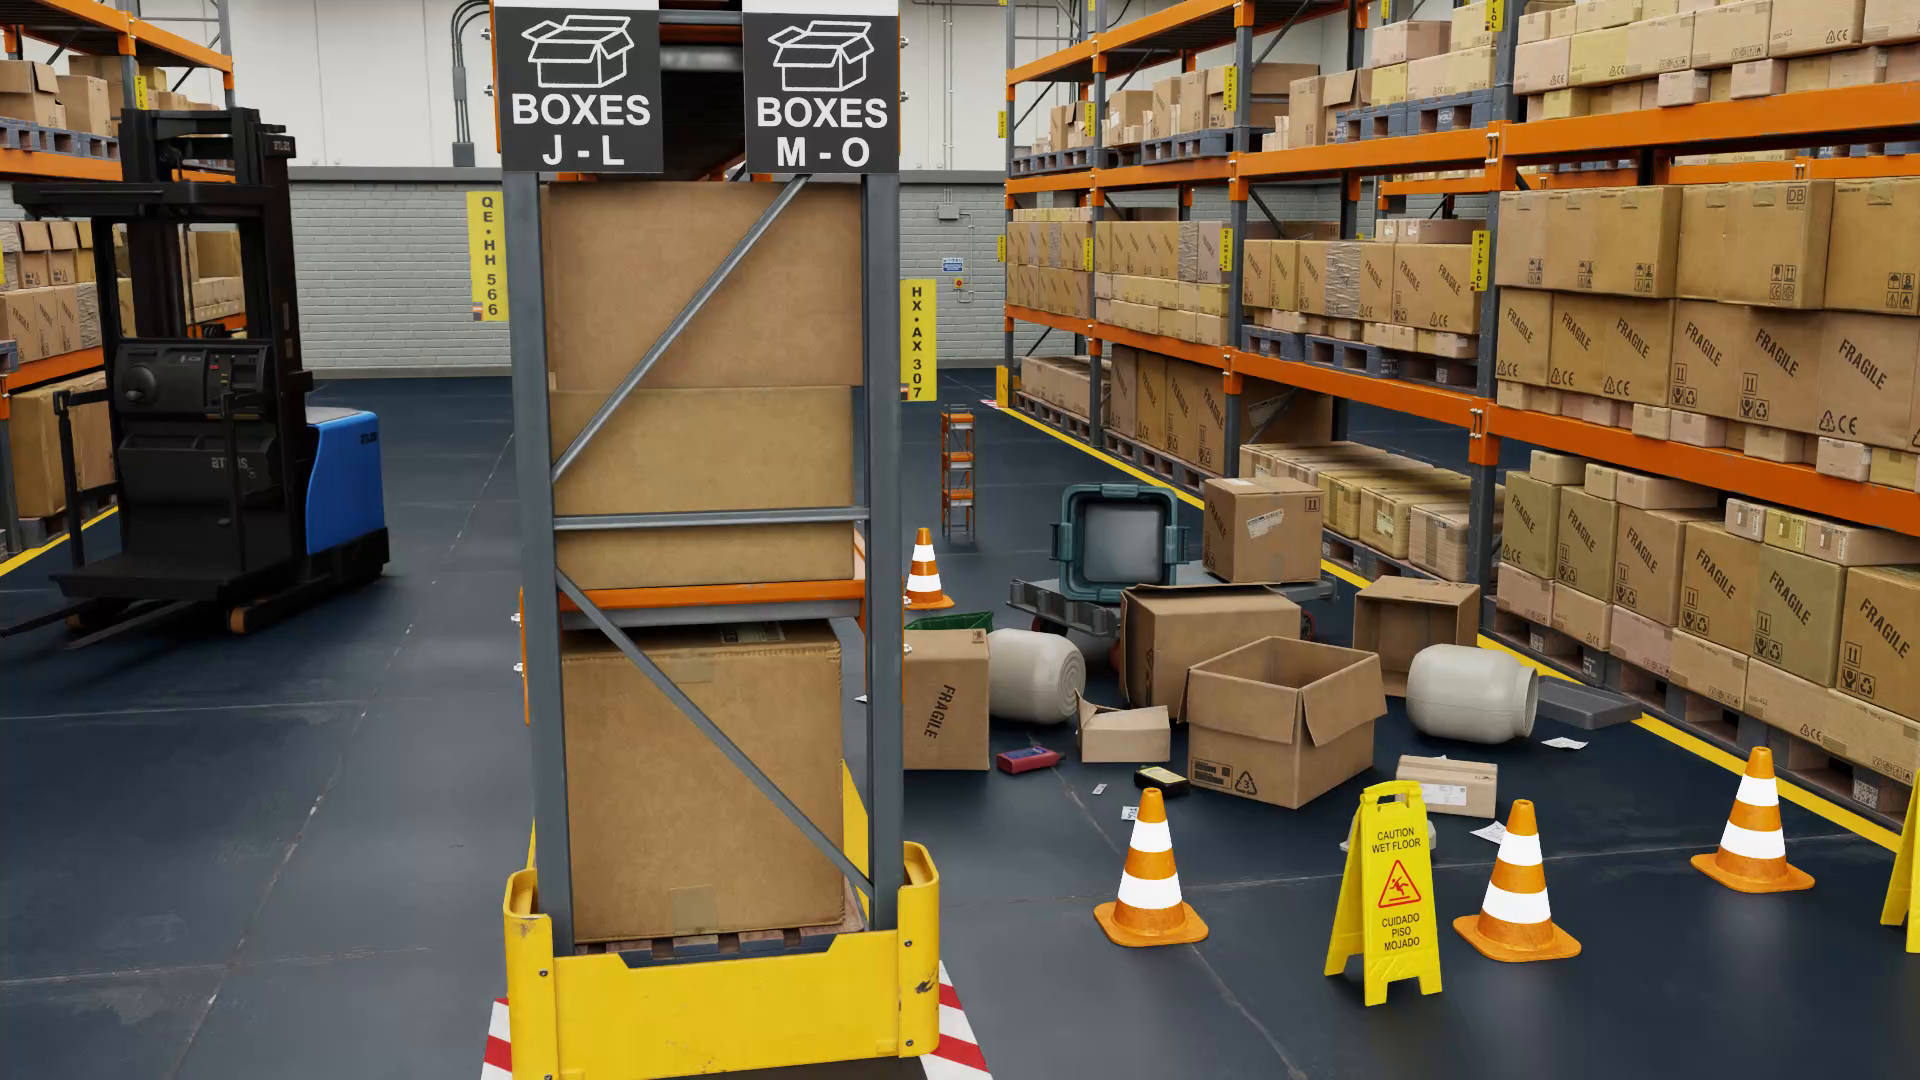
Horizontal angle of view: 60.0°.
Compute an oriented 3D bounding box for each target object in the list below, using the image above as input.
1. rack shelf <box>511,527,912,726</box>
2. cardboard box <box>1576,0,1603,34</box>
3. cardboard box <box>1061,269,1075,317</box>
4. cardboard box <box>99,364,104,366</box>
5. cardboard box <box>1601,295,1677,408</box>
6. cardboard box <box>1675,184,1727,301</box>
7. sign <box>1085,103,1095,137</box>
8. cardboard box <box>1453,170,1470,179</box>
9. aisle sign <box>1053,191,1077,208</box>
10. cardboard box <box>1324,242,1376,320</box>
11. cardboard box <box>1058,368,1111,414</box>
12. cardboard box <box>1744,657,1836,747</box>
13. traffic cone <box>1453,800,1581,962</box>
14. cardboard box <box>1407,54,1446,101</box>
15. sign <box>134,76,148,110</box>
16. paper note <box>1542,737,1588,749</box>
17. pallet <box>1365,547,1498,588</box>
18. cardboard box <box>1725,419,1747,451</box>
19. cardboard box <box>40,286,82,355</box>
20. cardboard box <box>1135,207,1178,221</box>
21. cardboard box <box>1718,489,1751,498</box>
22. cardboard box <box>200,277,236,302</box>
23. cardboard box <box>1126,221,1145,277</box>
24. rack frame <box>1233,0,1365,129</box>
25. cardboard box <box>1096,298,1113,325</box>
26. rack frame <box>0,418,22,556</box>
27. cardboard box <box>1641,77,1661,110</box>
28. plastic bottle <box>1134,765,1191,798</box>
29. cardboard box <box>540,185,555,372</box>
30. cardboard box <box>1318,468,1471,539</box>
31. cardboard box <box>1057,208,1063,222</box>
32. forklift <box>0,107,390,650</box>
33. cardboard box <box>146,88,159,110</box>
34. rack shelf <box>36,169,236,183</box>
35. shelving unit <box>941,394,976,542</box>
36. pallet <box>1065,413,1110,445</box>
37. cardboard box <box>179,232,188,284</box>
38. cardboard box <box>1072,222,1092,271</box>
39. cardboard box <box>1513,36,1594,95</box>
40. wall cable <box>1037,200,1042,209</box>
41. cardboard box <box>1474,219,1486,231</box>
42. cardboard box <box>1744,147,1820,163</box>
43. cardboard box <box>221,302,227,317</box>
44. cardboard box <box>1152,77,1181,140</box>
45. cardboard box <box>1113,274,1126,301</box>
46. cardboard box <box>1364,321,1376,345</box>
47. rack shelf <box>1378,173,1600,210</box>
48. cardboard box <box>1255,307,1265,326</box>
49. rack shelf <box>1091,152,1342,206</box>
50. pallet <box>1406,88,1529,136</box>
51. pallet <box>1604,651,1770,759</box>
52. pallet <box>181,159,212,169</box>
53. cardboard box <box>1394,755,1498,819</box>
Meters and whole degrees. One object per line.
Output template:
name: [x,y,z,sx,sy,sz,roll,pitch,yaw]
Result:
rack shelf: [-1.048,-0.066,6.443,1.077,0.370,4.000,-2,11,-11]
cardboard box: [3.262,-2.561,8.148,0.380,0.149,0.250,-2,11,-13]
cardboard box: [1.397,-2.671,17.939,0.500,0.500,0.500,-2,11,-12]
cardboard box: [-7.734,-1.137,14.708,1.225,0.875,0.875,-2,11,-11]
cardboard box: [3.416,-0.905,7.867,0.500,0.500,0.500,-2,11,-11]
cardboard box: [3.611,-1.302,7.280,0.700,0.500,0.500,-2,11,-11]
sign: [1.299,-4.198,16.612,0.100,0.325,0.005,-2,11,-11]
cardboard box: [6.023,-4.320,19.518,0.380,0.149,0.250,-2,11,-10]
aisle sign: [1.355,-4.487,20.795,0.394,0.787,0.004,-2,11,-11]
cardboard box: [2.789,-1.744,11.152,0.500,0.500,0.500,-3,11,-13]
cardboard box: [1.651,-1.683,18.744,0.875,0.438,0.875,-2,11,-13]
cardboard box: [3.663,0.660,6.938,0.500,0.250,0.500,-2,11,-11]
traffic cone: [1.805,1.066,5.357,0.336,0.463,0.334,-2,11,-11]
cardboard box: [3.050,-2.785,10.065,0.500,0.250,0.500,-2,11,-10]
sign: [-7.347,-3.995,14.917,0.100,0.325,0.005,-2,11,-11]
paper note: [2.692,0.899,7.394,0.142,0.019,0.148,-6,13,-31]
pallet: [3.246,0.243,10.357,1.003,0.211,1.213,-2,11,-11]
cardboard box: [3.616,-0.469,7.312,0.380,0.149,0.250,-2,11,-11]
cardboard box: [-7.133,-1.694,12.808,0.500,0.500,0.500,-2,11,-12]
cardboard box: [2.036,-3.378,17.246,0.380,0.149,0.250,-2,11,-12]
cardboard box: [3.878,-0.016,8.486,0.500,0.500,0.500,-2,11,-10]
cardboard box: [-8.203,-2.725,18.097,0.500,0.250,0.500,-2,11,-12]
cardboard box: [1.868,-2.716,15.505,0.500,0.500,0.500,-2,11,-12]
rack frame: [2.621,-4.665,12.640,1.000,3.000,0.127,-2,11,-11]
cardboard box: [1.670,-2.288,16.595,0.500,0.250,0.500,-2,11,-12]
rack frame: [-7.100,-1.358,11.307,1.000,3.000,0.127,-2,11,-11]
cardboard box: [3.422,-2.080,7.753,0.380,0.149,0.250,-2,11,-13]
plastic bottle: [0.810,0.987,6.847,0.133,0.061,0.283,-6,13,-31]
cardboard box: [-0.891,-0.823,5.211,0.875,0.550,0.550,-2,11,-11]
cardboard box: [3.014,-0.255,11.420,0.950,0.372,0.625,-2,11,-9]
cardboard box: [1.284,-3.592,18.372,0.380,0.149,0.250,-2,11,-12]
forklift: [-4.498,-0.972,9.465,1.130,2.935,3.031,1,11,7]
cardboard box: [-8.189,-4.110,16.085,0.700,0.500,0.500,-2,11,-8]
rack shelf: [-8.267,-3.578,16.876,1.077,0.370,4.000,-2,11,-11]
shelving unit: [-0.010,-0.526,12.150,0.215,1.050,0.252,-2,11,-11]
pallet: [1.772,-1.224,18.064,1.003,0.211,1.213,-2,11,-11]
cardboard box: [-7.808,-2.720,16.064,0.500,0.500,0.500,-2,11,-11]
cardboard box: [1.480,-3.069,17.354,0.500,0.500,0.500,-2,11,-11]
cardboard box: [3.216,-2.440,8.576,0.500,0.250,0.500,-2,11,-12]
wall cable: [1.334,-4.771,26.526,0.588,1.984,0.122,-2,11,-11]
cardboard box: [3.342,-1.999,10.757,0.380,0.149,0.250,-1,11,-8]
cardboard box: [7.151,-3.384,14.335,0.500,0.250,0.500,-2,11,-13]
cardboard box: [-8.063,-2.461,17.776,0.380,0.149,0.250,-2,11,-12]
cardboard box: [1.994,-3.760,14.515,0.500,0.500,0.500,-2,11,-10]
cardboard box: [1.781,-2.438,16.048,0.500,0.250,0.500,-2,11,-10]
cardboard box: [2.844,-1.339,10.760,0.380,0.149,0.250,-2,11,-11]
rack shelf: [6.322,-4.120,19.721,1.077,0.370,4.000,-2,11,-11]
cardboard box: [2.502,-1.735,12.836,0.380,0.149,0.250,-3,11,-14]
rack shelf: [2.232,-3.205,14.915,1.077,0.370,4.000,-2,11,-11]
pallet: [3.383,-2.483,9.699,1.213,0.211,1.003,-2,11,-11]
pallet: [3.805,0.731,7.789,1.003,0.211,1.213,-2,11,-11]
pallet: [-8.261,-3.895,16.853,1.003,0.211,1.213,-2,11,-11]
cardboard box: [1.941,0.983,6.635,0.380,0.149,0.250,4,11,18]
